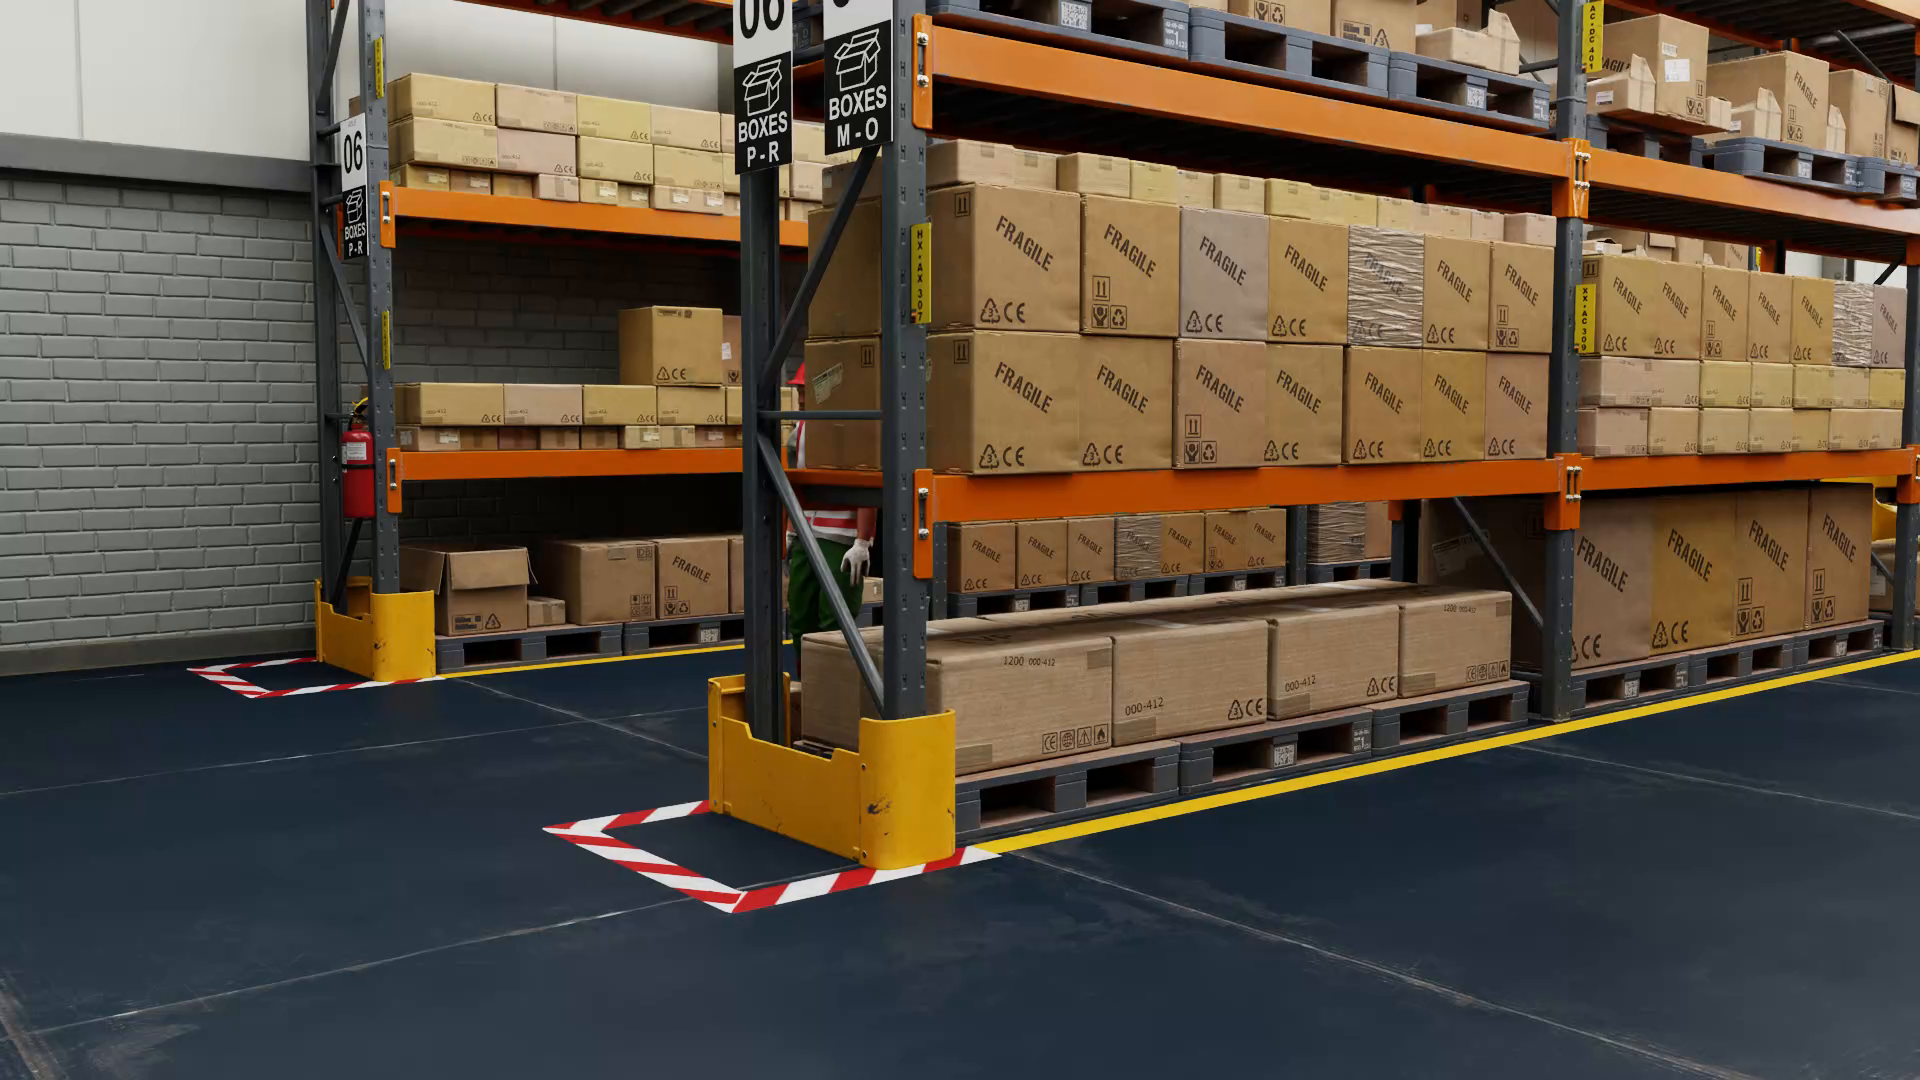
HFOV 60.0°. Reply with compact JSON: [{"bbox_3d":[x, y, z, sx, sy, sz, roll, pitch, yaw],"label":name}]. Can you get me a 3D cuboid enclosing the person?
[{"bbox_3d":[-0.641,0.036,7.846,0.451,1.777,0.610,-4,6,-44],"label":"person"}]
